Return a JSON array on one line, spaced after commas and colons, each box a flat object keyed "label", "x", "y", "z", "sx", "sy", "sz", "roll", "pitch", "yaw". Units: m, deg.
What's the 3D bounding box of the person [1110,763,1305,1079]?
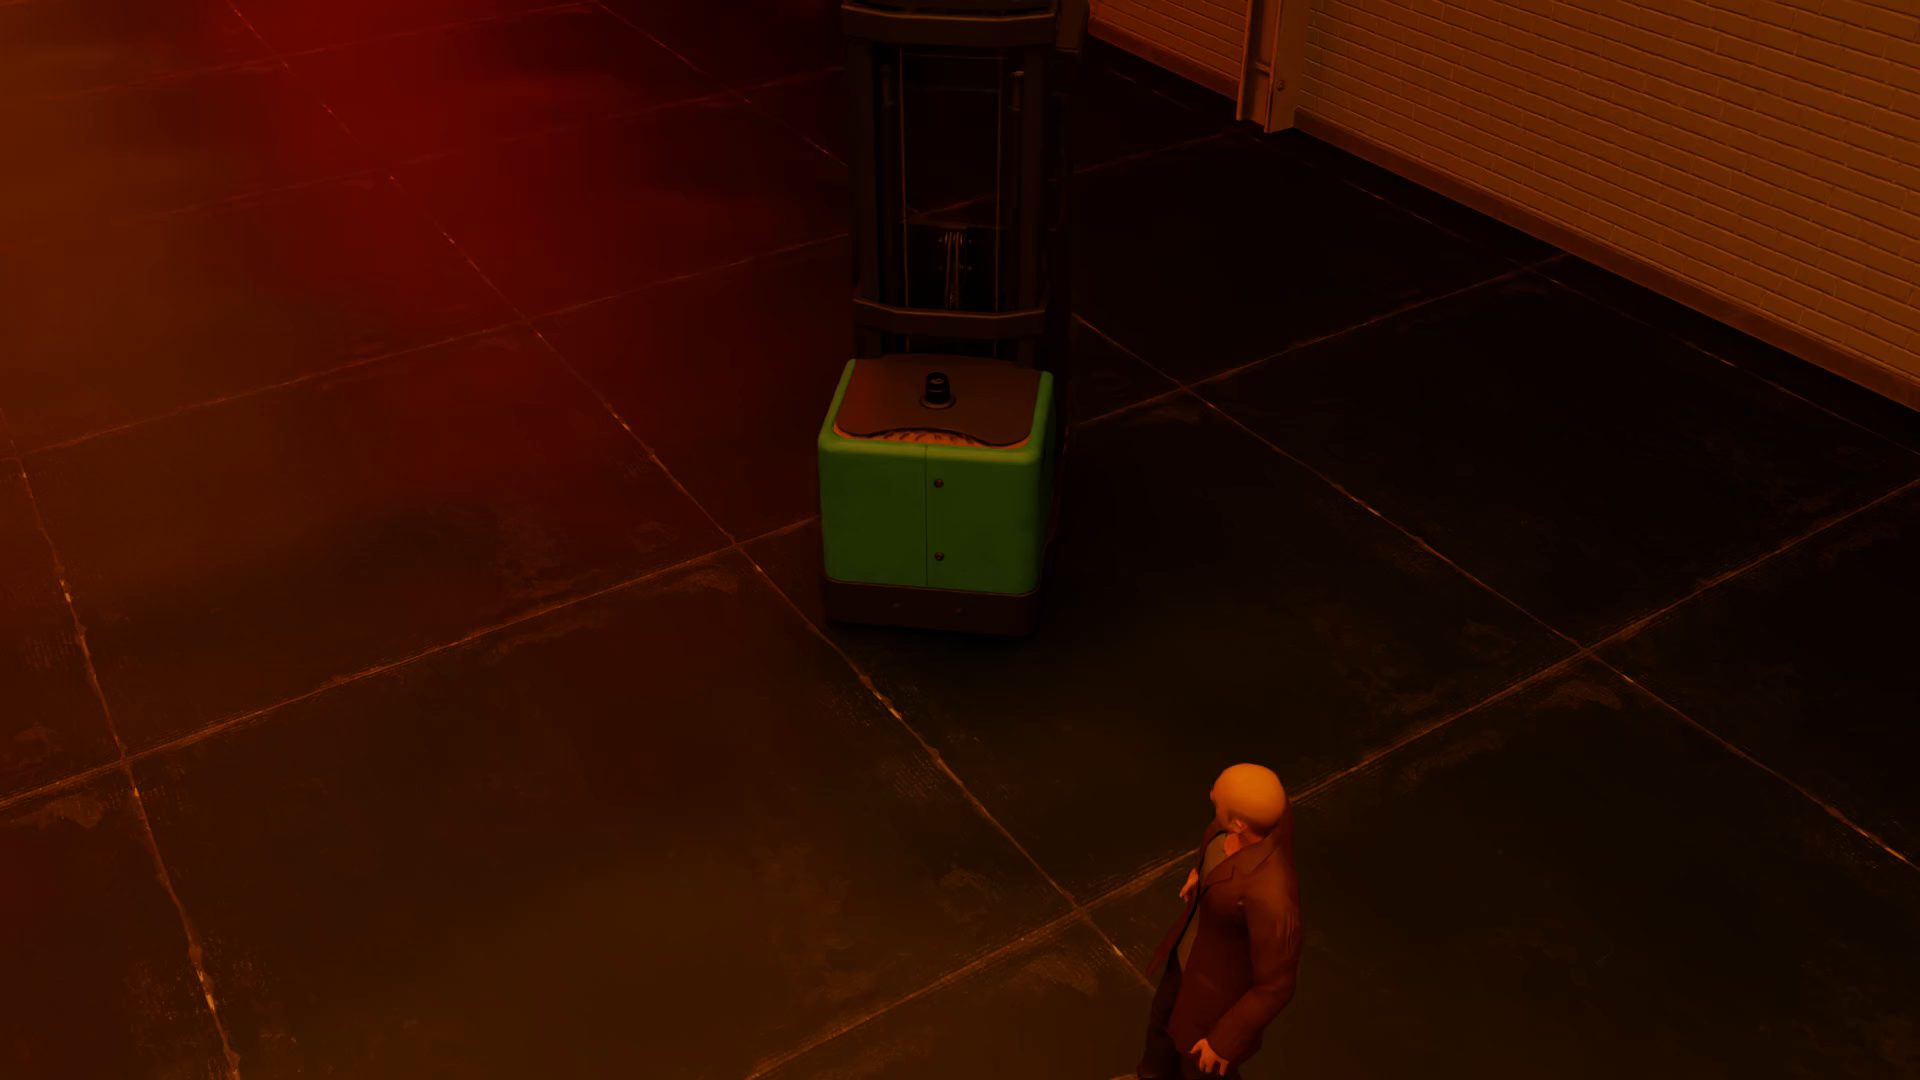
[{"label": "person", "x": 0.744, "y": 1.346, "z": 5.241, "sx": 0.562, "sy": 1.773, "sz": 0.761, "roll": -2, "pitch": 35, "yaw": -3}]

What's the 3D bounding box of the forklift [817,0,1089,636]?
[{"label": "forklift", "x": 0.037, "y": -1.576, "z": 8.391, "sx": 1.130, "sy": 2.935, "sz": 3.031, "roll": 4, "pitch": 35, "yaw": 6}]
